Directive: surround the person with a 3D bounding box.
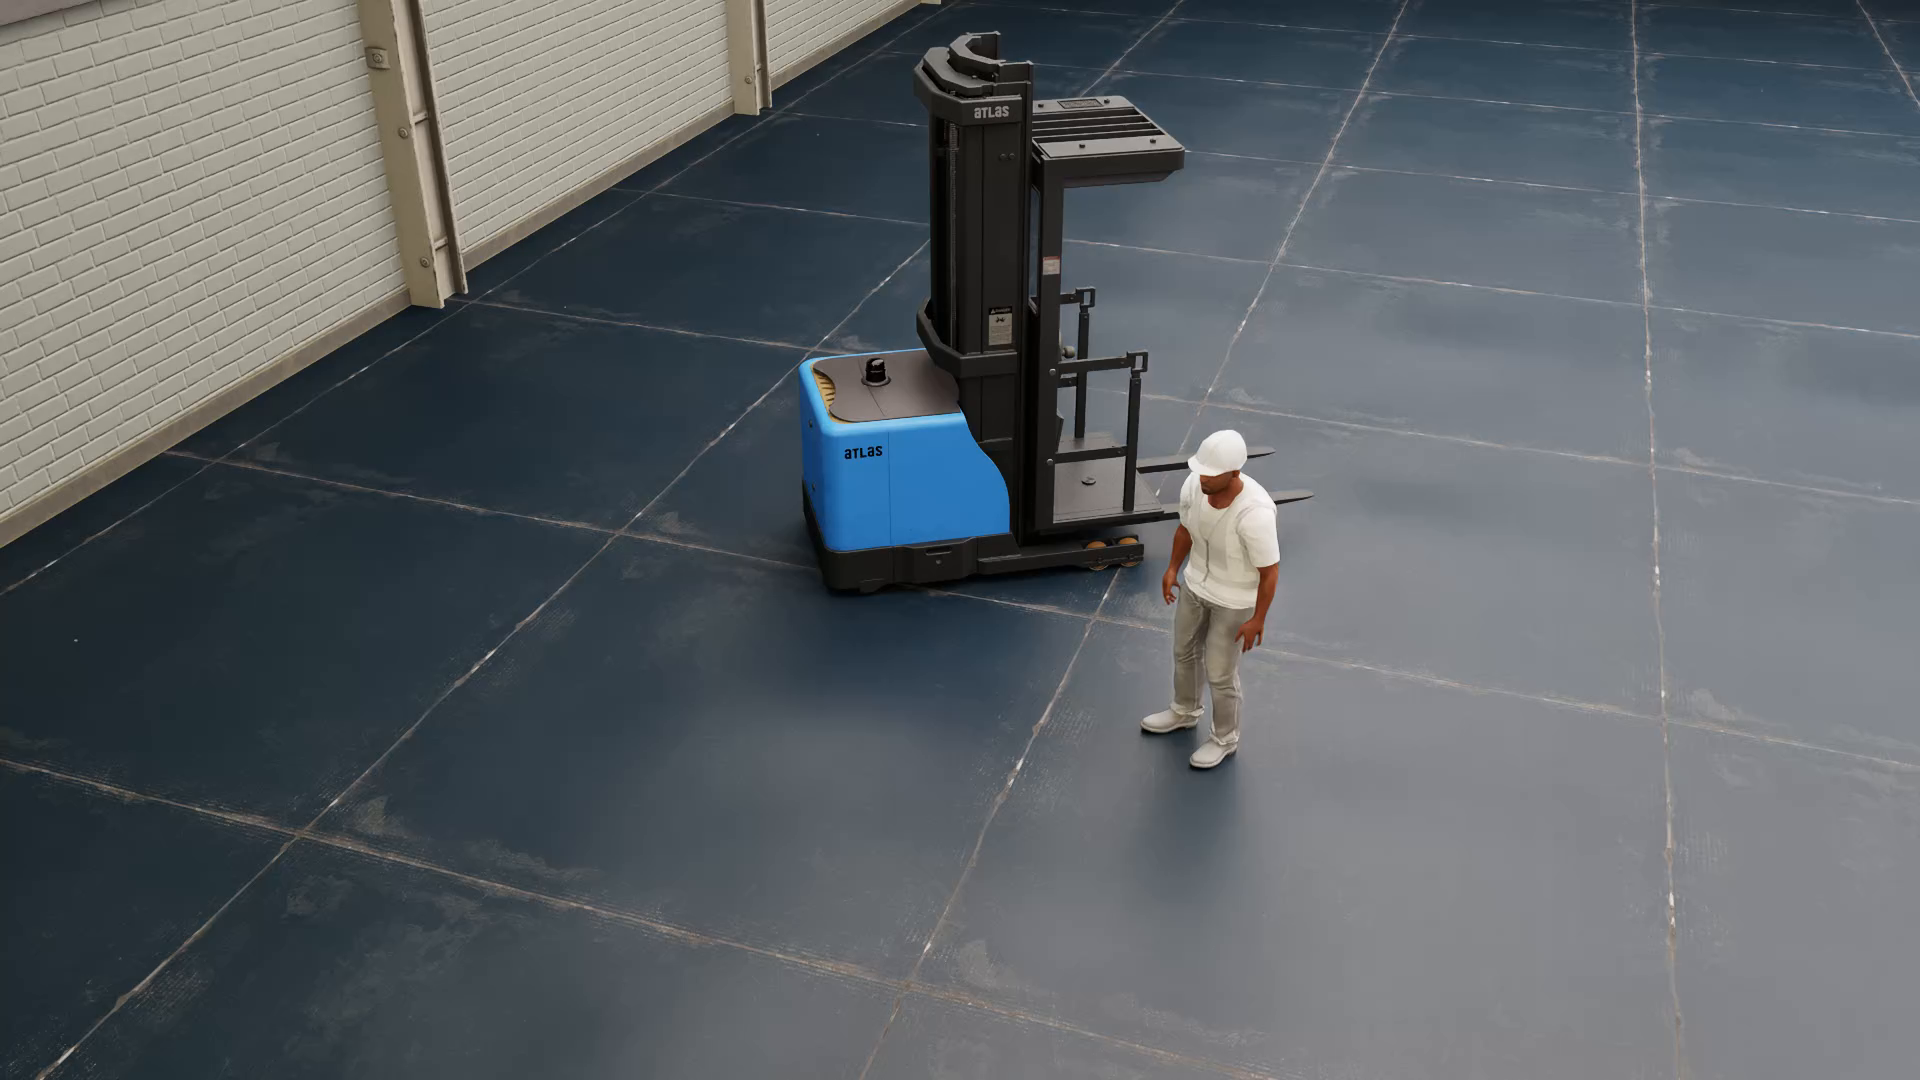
[{"bbox_3d":[1.207,0.259,7.869,0.458,1.760,0.635,-19,35,-30],"label":"person"}]

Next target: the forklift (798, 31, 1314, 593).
[{"bbox_3d":[0.609,-1.343,9.493,3.031,2.935,1.130,-7,30,-11],"label":"forklift"}]
